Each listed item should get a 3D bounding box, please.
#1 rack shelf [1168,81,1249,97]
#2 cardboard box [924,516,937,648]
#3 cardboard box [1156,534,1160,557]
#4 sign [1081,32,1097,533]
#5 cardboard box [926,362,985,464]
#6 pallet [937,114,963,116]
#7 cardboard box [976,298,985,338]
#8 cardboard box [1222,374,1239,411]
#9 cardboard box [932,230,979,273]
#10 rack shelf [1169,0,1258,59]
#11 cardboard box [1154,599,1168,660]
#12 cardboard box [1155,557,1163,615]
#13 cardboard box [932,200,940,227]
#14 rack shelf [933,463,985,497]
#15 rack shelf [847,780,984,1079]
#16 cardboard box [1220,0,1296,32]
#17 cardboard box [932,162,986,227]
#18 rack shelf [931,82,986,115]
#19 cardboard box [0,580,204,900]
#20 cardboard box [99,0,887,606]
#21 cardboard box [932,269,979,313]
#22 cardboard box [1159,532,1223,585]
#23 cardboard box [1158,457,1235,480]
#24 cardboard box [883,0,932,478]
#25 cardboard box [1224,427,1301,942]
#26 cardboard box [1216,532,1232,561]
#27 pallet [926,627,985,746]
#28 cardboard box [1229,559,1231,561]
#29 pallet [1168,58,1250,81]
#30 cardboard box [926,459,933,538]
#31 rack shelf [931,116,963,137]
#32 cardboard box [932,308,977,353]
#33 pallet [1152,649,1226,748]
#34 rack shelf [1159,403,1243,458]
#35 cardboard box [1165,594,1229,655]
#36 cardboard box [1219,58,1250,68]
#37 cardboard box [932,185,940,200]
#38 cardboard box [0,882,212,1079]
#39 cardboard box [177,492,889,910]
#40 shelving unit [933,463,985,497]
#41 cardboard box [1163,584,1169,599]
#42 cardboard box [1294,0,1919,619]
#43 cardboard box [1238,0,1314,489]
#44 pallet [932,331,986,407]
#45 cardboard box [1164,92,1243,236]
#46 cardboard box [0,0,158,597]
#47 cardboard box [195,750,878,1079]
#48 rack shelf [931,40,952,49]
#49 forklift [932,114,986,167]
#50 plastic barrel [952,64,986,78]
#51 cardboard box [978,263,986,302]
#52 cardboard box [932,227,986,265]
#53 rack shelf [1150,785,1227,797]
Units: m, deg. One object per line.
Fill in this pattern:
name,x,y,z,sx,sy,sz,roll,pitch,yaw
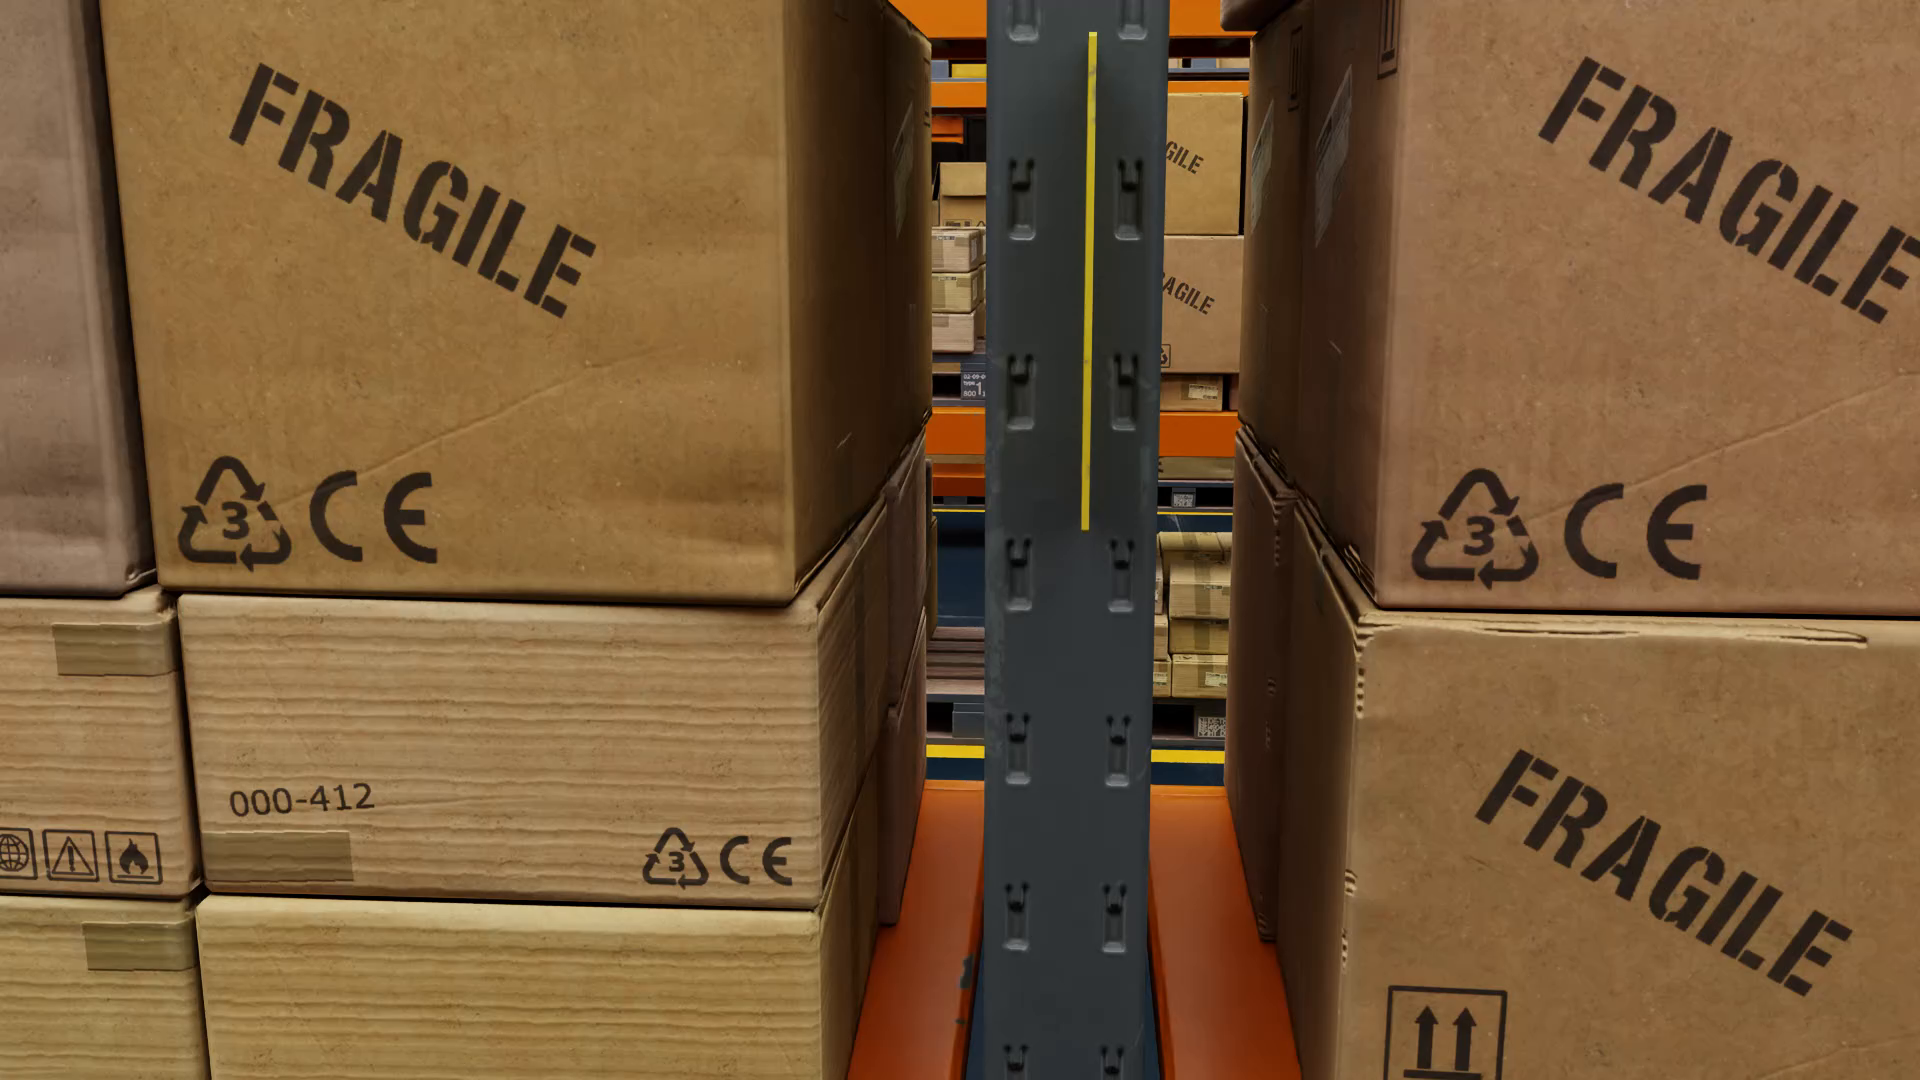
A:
rack shelf,2.772,-2.870,11.093,4.000,0.370,1.077,1,12,4
cardboard box,-0.375,0.184,7.140,0.500,0.500,0.500,1,12,6
cardboard box,0.717,0.081,7.038,0.250,0.149,0.380,1,12,5
sign,0.088,-0.174,1.137,0.005,0.325,0.100,1,12,4
cardboard box,0.137,-0.951,11.654,0.875,0.875,1.225,1,12,4
pallet,0.319,-4.160,15.962,1.003,0.211,1.213,1,12,4
cardboard box,-0.018,-0.951,7.077,0.250,0.149,0.380,0,12,1
cardboard box,1.137,-0.594,6.397,0.250,0.149,0.380,0,12,1
cardboard box,-0.069,-1.109,6.377,0.250,0.149,0.380,1,12,6
rack shelf,2.340,-1.858,6.255,4.000,0.370,1.077,1,12,4
cardboard box,0.685,0.345,6.502,0.250,0.149,0.380,1,12,6
cardboard box,0.674,0.176,6.583,0.250,0.149,0.380,1,12,6
cardboard box,-0.325,-4.071,21.133,0.500,0.500,0.700,-2,12,-11
rack shelf,0.007,-0.311,10.203,1.000,0.278,0.538,1,12,4
rack shelf,-1.881,0.568,1.983,4.000,0.370,1.077,1,12,4
cardboard box,0.443,-0.673,1.890,0.250,0.149,0.380,1,12,3
cardboard box,0.139,-2.328,11.378,0.637,0.503,0.797,0,12,2
rack shelf,-1.219,-2.925,11.354,4.000,0.370,1.077,1,12,4
cardboard box,-0.841,0.110,1.560,0.500,0.250,0.500,1,12,5
cardboard box,-0.348,-0.250,1.450,0.500,0.500,0.500,1,12,6
cardboard box,-0.066,-0.963,6.405,0.250,0.149,0.380,1,12,5
cardboard box,0.974,0.077,7.060,0.250,0.149,0.380,1,12,4
cardboard box,1.430,-0.921,11.510,0.875,0.875,0.875,1,12,4
cardboard box,-0.305,-0.360,1.975,0.500,0.500,0.500,1,12,4
cardboard box,0.594,0.149,1.988,0.500,0.500,0.500,1,12,4
cardboard box,1.223,0.078,7.051,0.250,0.149,0.380,1,12,3
pallet,-0.433,0.585,6.954,1.213,0.211,1.003,1,12,4
cardboard box,1.201,0.186,6.538,0.250,0.149,0.380,1,12,3
pallet,1.592,-3.193,11.095,1.213,0.211,1.003,1,12,4
cardboard box,-0.375,-0.182,7.062,0.500,0.250,0.500,0,12,1
rack shelf,-0.888,-3.936,16.191,4.000,0.370,1.077,1,12,4
cardboard box,-0.065,-0.817,6.435,0.250,0.149,0.380,1,12,2
pallet,1.017,0.598,6.896,1.213,0.211,1.003,1,12,4
rack shelf,2.506,-1.610,8.795,4.006,1.845,5.958,1,12,4
cardboard box,0.943,0.330,6.573,0.250,0.149,0.380,1,12,4
cardboard box,3.428,-5.795,20.635,0.500,0.500,0.700,1,12,4
cardboard box,-0.241,-5.365,25.740,0.500,0.250,0.500,1,12,3
cardboard box,-0.858,0.355,1.611,0.500,0.250,0.500,1,12,3
cardboard box,-0.342,0.116,1.534,0.500,0.250,0.500,1,12,4
shelving unit,0.007,-0.550,10.152,1.048,1.125,0.538,1,12,4
cardboard box,0.951,0.216,7.122,0.250,0.149,0.380,0,12,1
cardboard box,0.573,-0.239,1.398,0.500,0.500,0.500,1,12,4
cardboard box,0.604,-0.345,1.905,0.500,0.500,0.500,1,12,3
pallet,-0.409,-0.716,6.831,1.213,0.211,1.003,1,12,4
cardboard box,0.778,-1.397,6.209,0.500,0.500,0.500,1,12,5
cardboard box,-0.865,-0.255,1.477,0.500,0.500,0.500,1,12,5
cardboard box,-0.350,0.362,1.577,0.500,0.250,0.500,1,12,2
rack shelf,-1.651,-2.008,6.497,3.809,0.124,0.919,1,12,4
forklift,-0.213,-2.288,14.046,3.031,2.935,1.130,3,12,13
plastic barrel,0.183,-4.530,15.786,0.600,0.588,0.600,0,12,0
cardboard box,-0.018,-1.097,7.047,0.250,0.149,0.380,1,12,5
cardboard box,-0.018,-1.242,7.016,0.250,0.149,0.380,1,12,7
rack shelf,2.110,0.623,1.721,4.000,0.370,1.077,1,12,4
